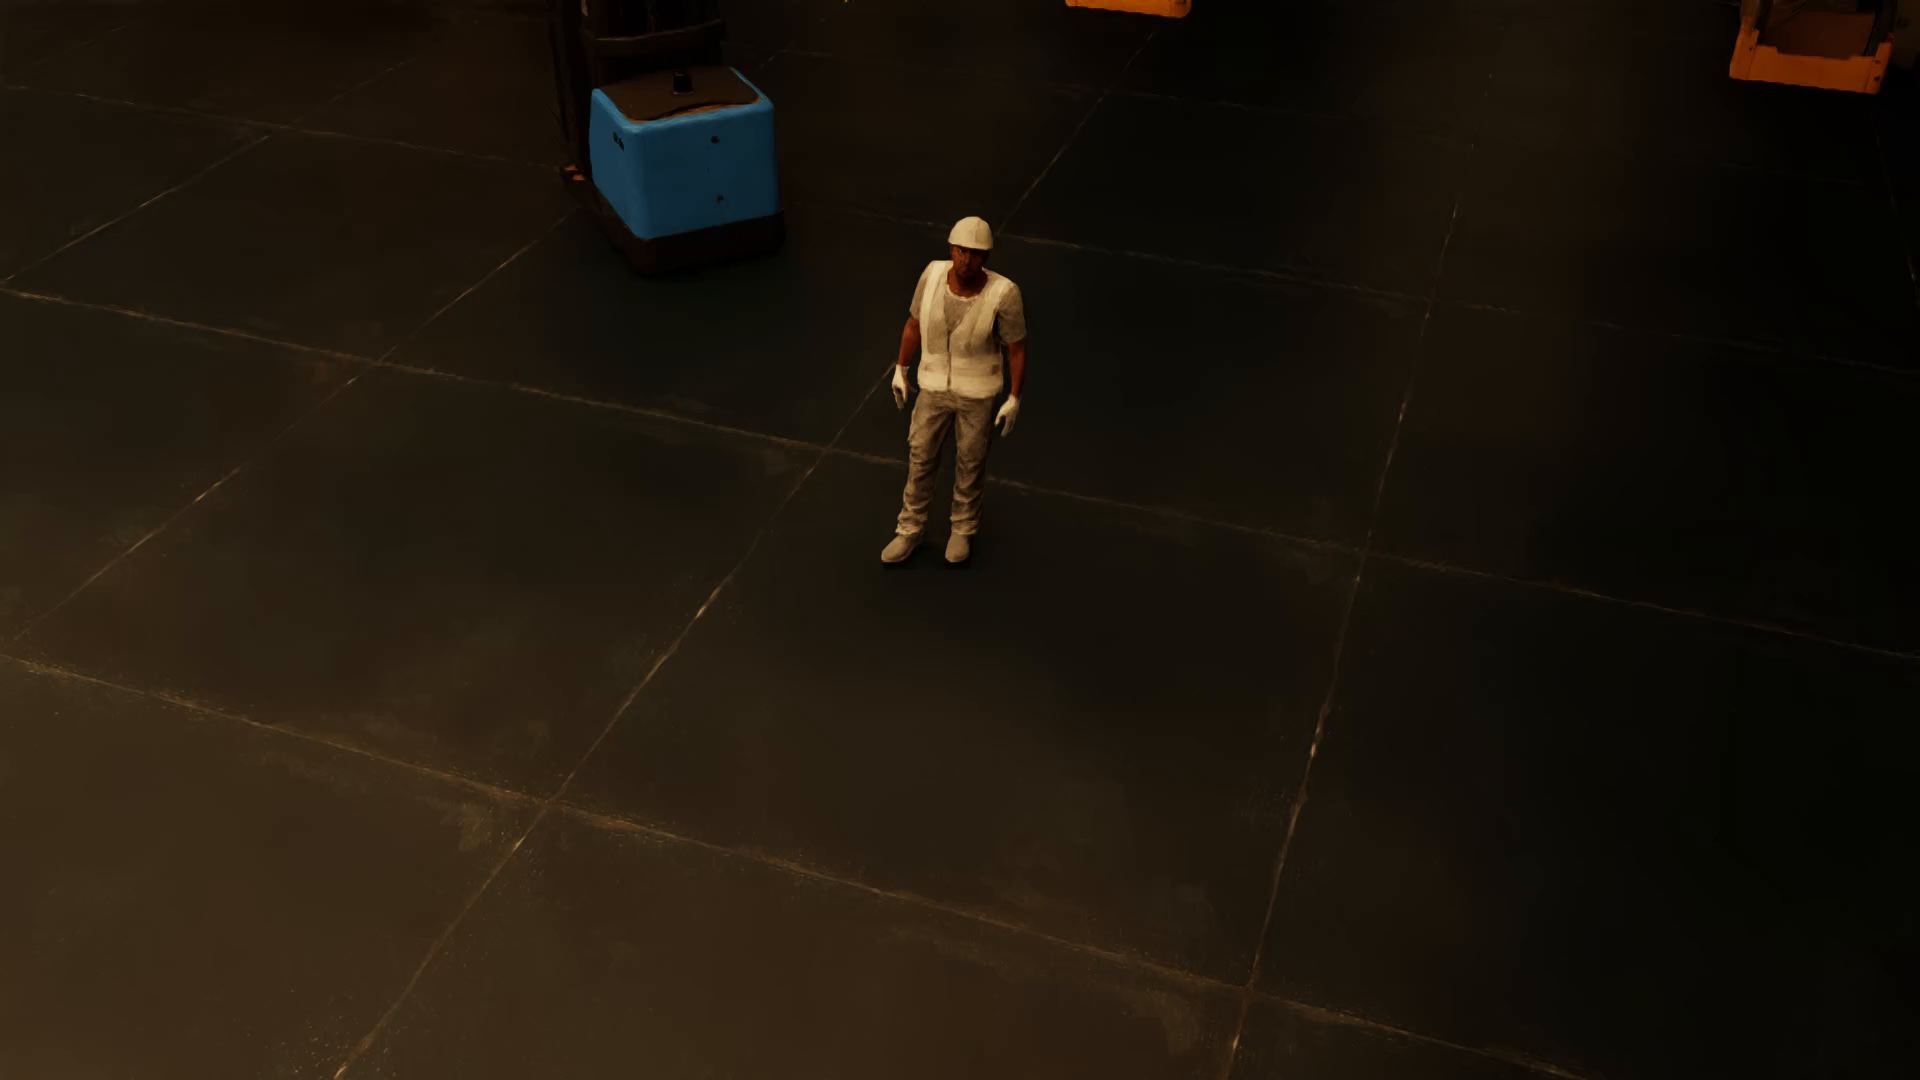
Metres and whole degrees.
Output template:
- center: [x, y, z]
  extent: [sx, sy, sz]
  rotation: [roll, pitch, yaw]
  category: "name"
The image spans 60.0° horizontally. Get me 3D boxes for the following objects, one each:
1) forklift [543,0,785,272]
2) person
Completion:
- center: [-2.308, -3.808, 11.482]
  extent: [1.130, 2.935, 3.031]
  rotation: [-16, 38, -21]
  category: "forklift"
- center: [-0.031, -0.695, 8.072]
  extent: [0.655, 1.782, 0.576]
  rotation: [12, 37, 16]
  category: "person"
